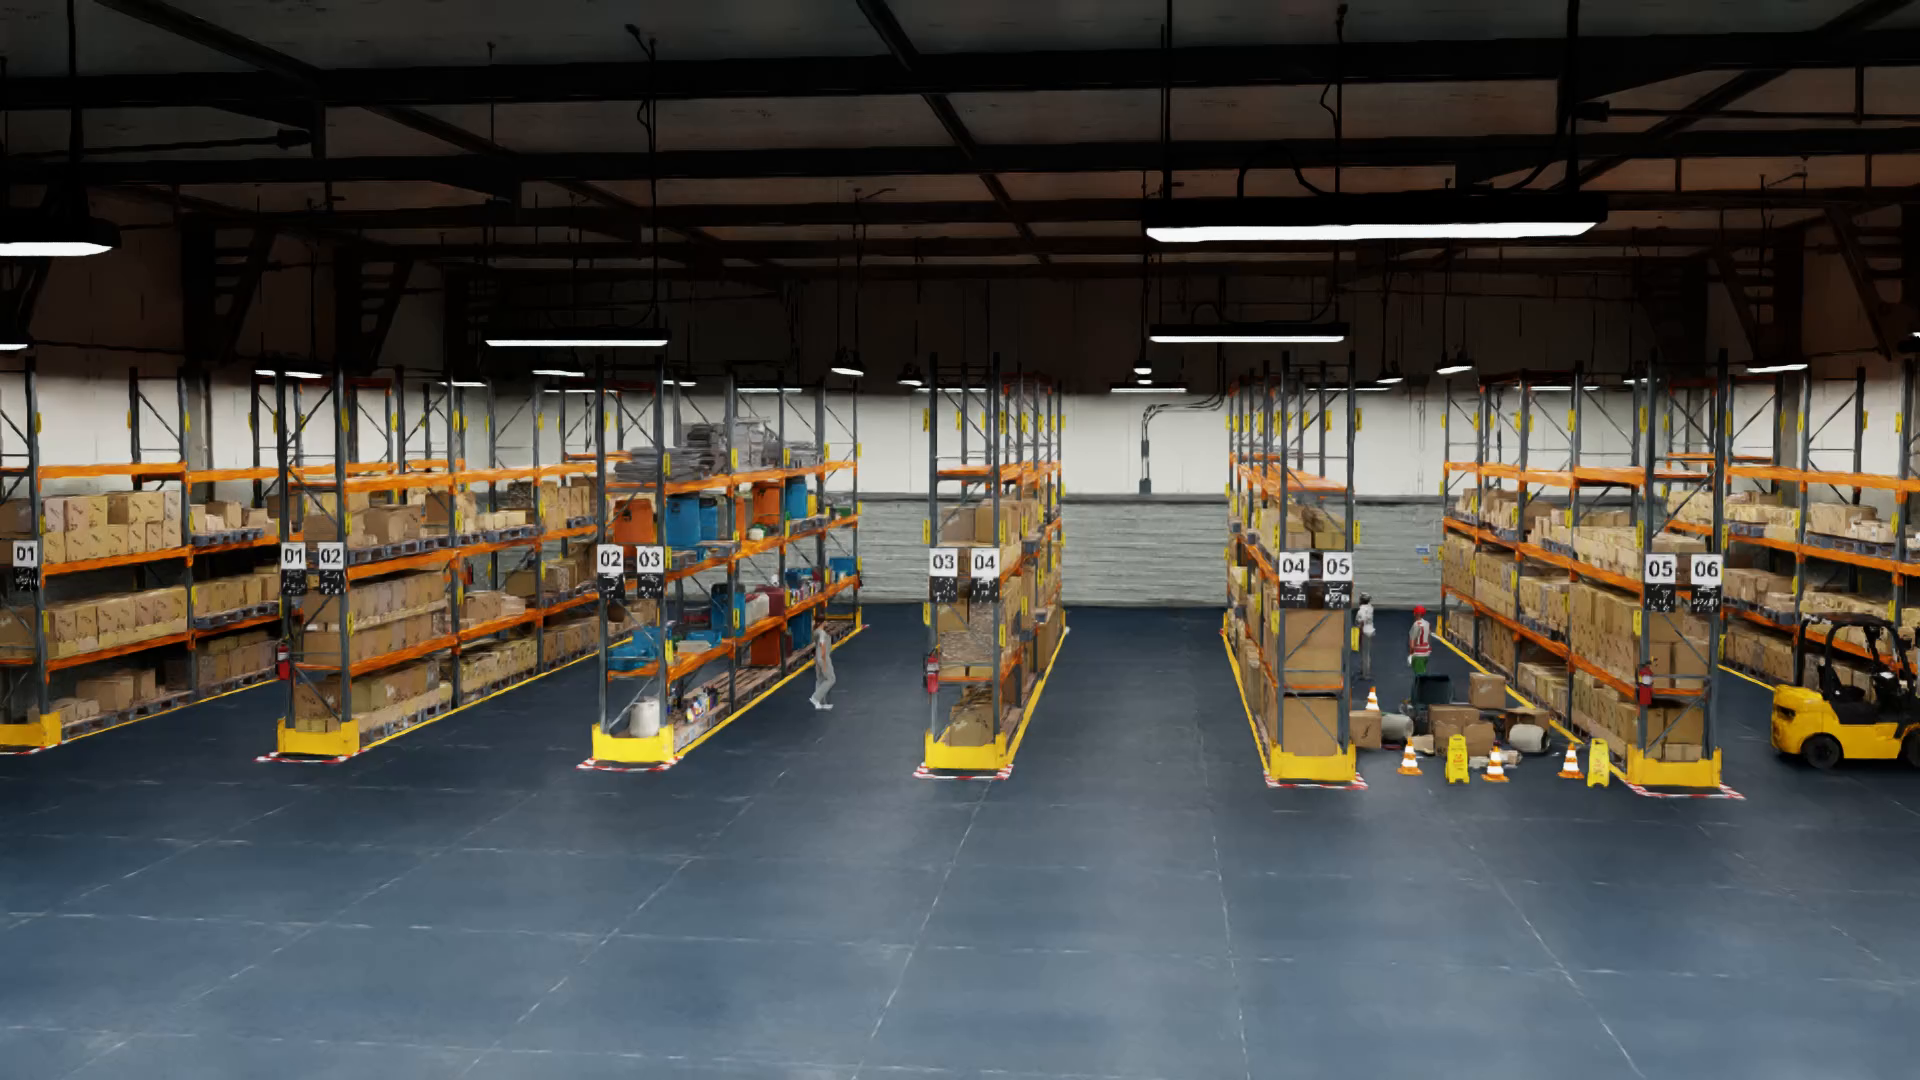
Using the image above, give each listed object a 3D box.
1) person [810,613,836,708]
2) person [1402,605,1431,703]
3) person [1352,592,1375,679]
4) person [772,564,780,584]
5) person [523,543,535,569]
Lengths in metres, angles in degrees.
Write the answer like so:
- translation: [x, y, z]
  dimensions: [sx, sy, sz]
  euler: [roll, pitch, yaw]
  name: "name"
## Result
- translation: [-2.422, 2.116, 29.003]
  dimensions: [0.432, 1.670, 0.503]
  euler: [-2, 4, -20]
  name: "person"
- translation: [8.045, 2.027, 29.256]
  dimensions: [0.569, 1.786, 0.653]
  euler: [3, 5, 36]
  name: "person"
- translation: [7.876, 1.858, 32.516]
  dimensions: [0.465, 1.676, 0.498]
  euler: [3, 5, 37]
  name: "person"
- translation: [-4.146, 1.404, 38.595]
  dimensions: [0.575, 1.702, 1.104]
  euler: [1, 4, 16]
  name: "person"
- translation: [-11.795, 0.930, 45.518]
  dimensions: [0.709, 1.716, 0.477]
  euler: [-3, 5, -38]
  name: "person"
